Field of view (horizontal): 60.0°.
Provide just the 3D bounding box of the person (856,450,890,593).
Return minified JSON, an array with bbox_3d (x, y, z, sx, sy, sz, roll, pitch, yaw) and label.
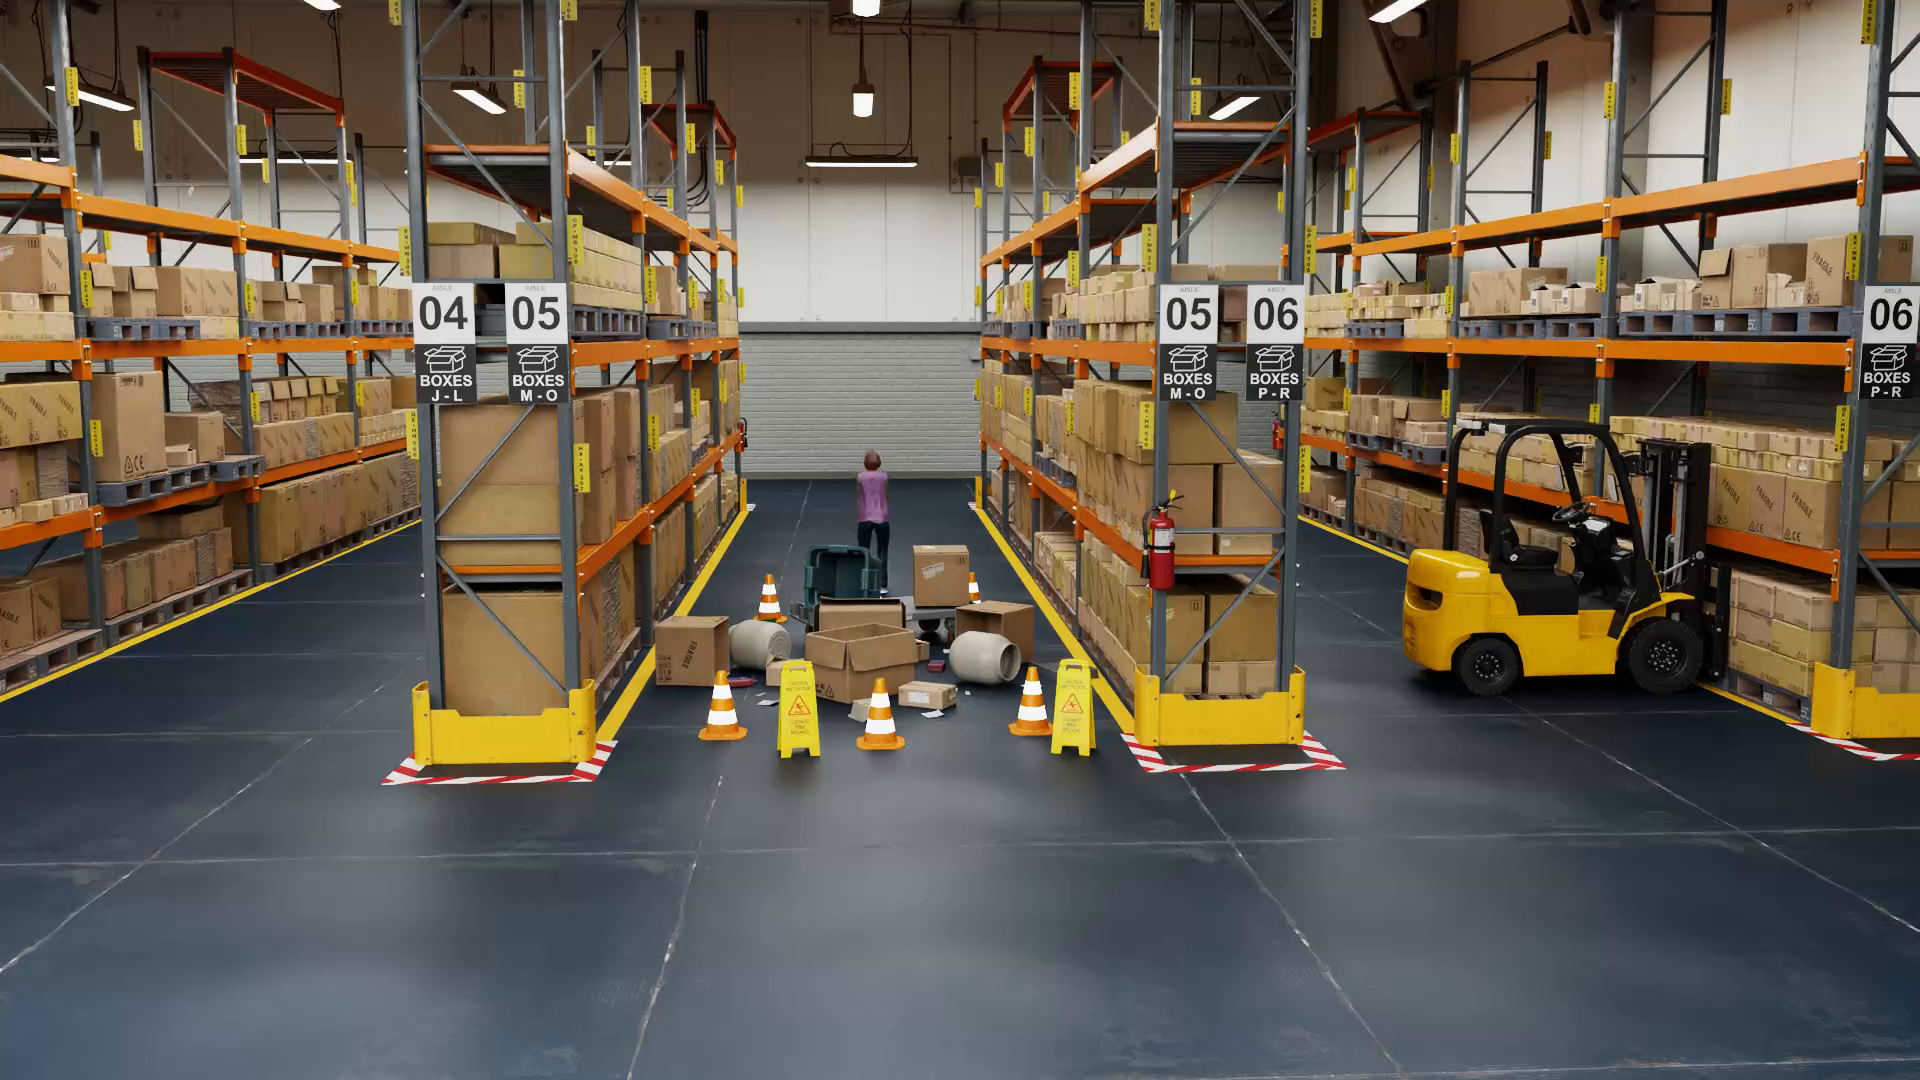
[{"bbox_3d":[-0.964,-0.200,18.427,0.375,1.599,0.504,-1,7,-5],"label":"person"}]
